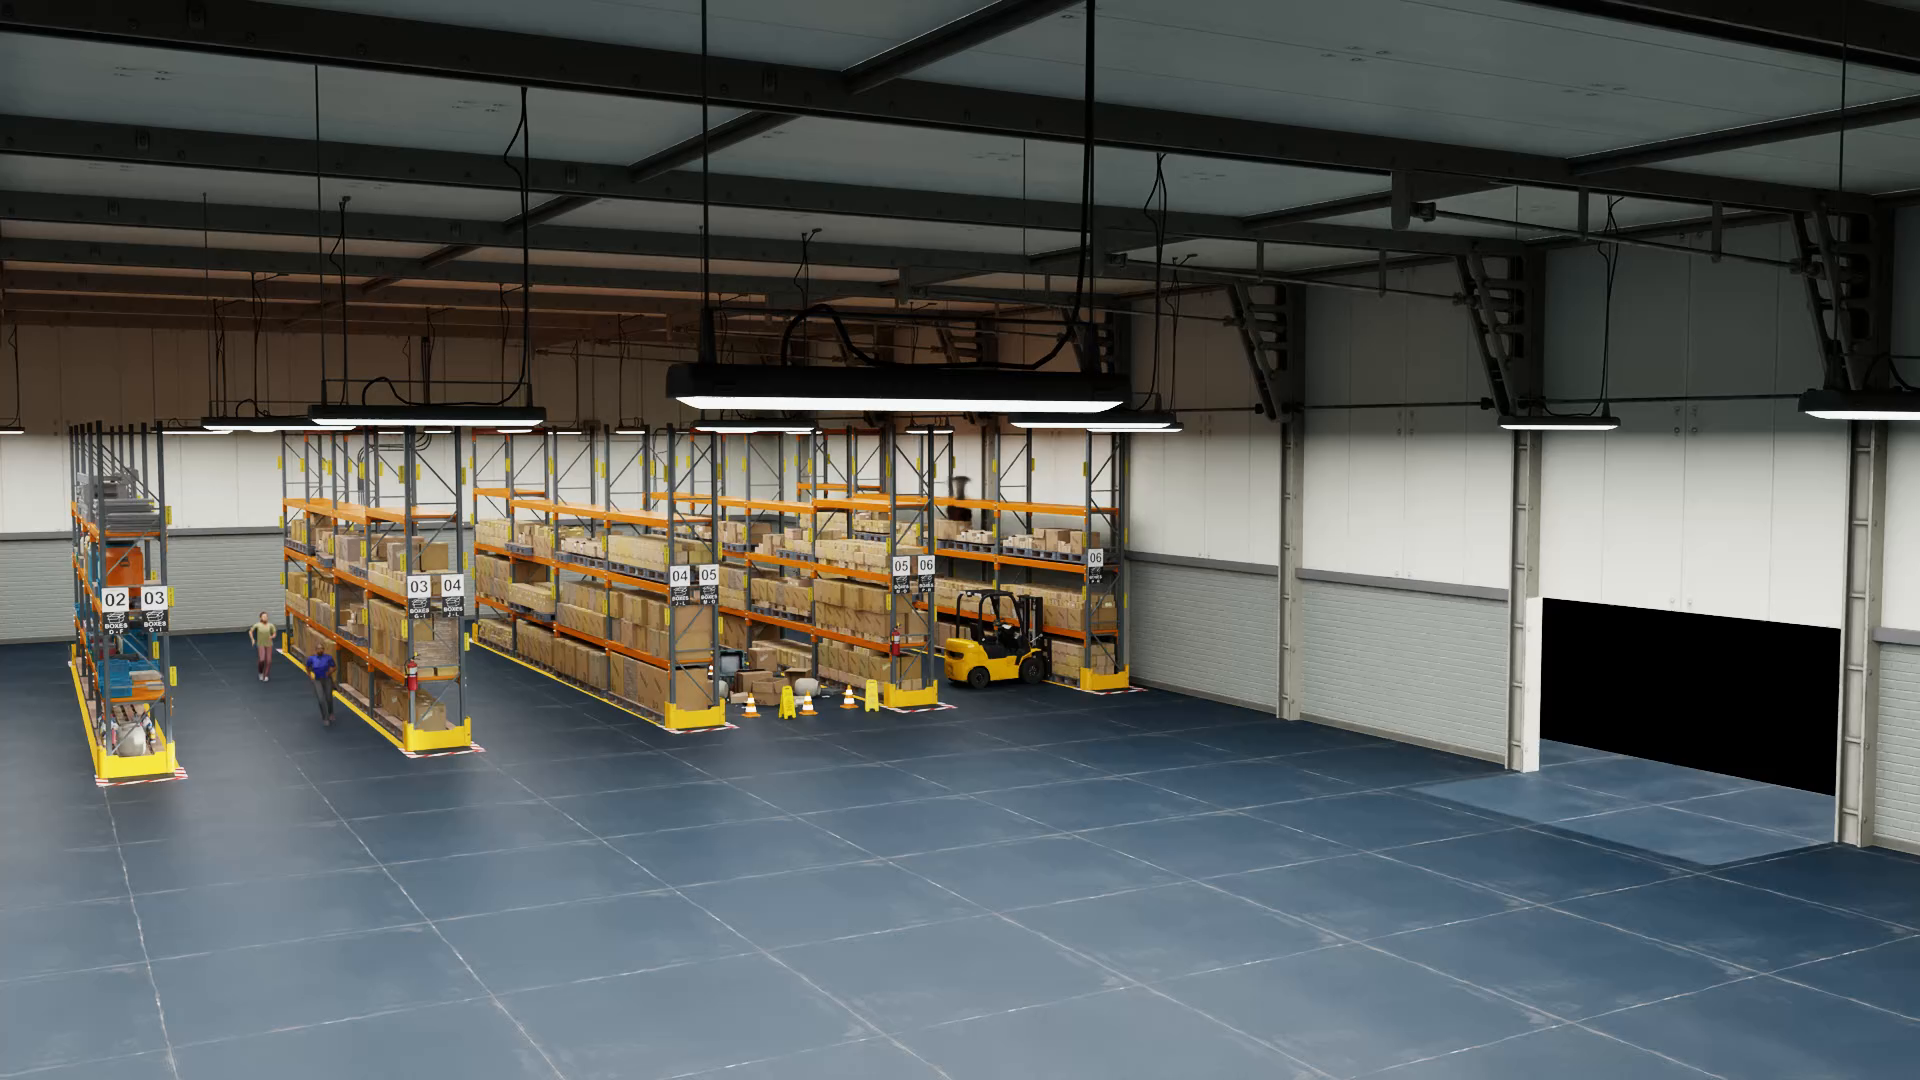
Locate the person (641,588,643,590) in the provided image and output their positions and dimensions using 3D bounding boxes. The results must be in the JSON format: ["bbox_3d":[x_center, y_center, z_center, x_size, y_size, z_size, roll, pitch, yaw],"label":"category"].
[{"bbox_3d":[-9.862,1.657,52.748,0.620,1.607,0.790,3,5,43],"label":"person"}]

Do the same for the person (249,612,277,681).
[{"bbox_3d":[-16.240,2.488,38.813,0.578,1.631,0.605,-2,4,-31],"label":"person"}]

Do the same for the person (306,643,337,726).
[{"bbox_3d":[-12.684,2.846,33.062,0.577,1.630,0.841,-2,4,-27],"label":"person"}]
